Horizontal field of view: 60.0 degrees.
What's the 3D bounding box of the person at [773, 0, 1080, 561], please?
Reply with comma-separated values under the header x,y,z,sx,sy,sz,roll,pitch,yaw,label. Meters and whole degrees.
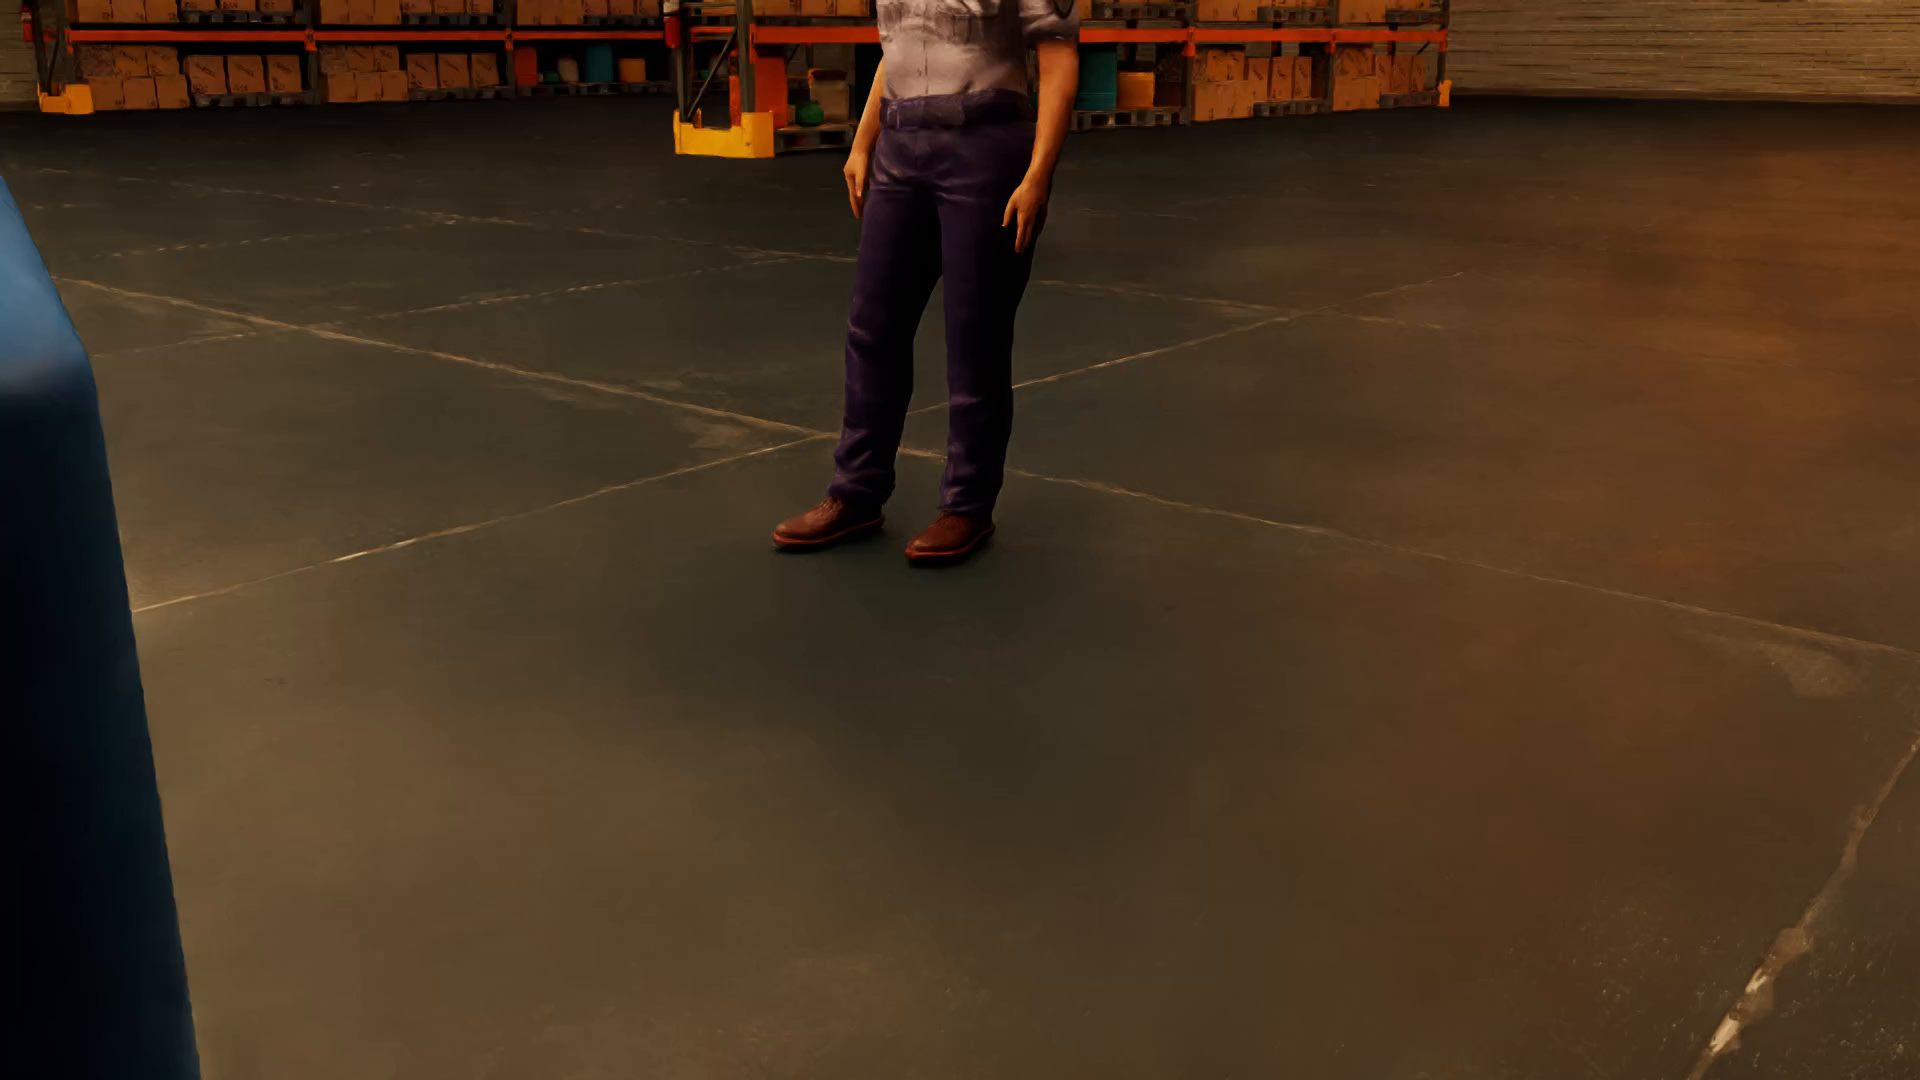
x,y,z,sx,sy,sz,roll,pitch,yaw,label
-0.075,-0.774,3.649,0.599,1.640,0.502,13,21,37,person
